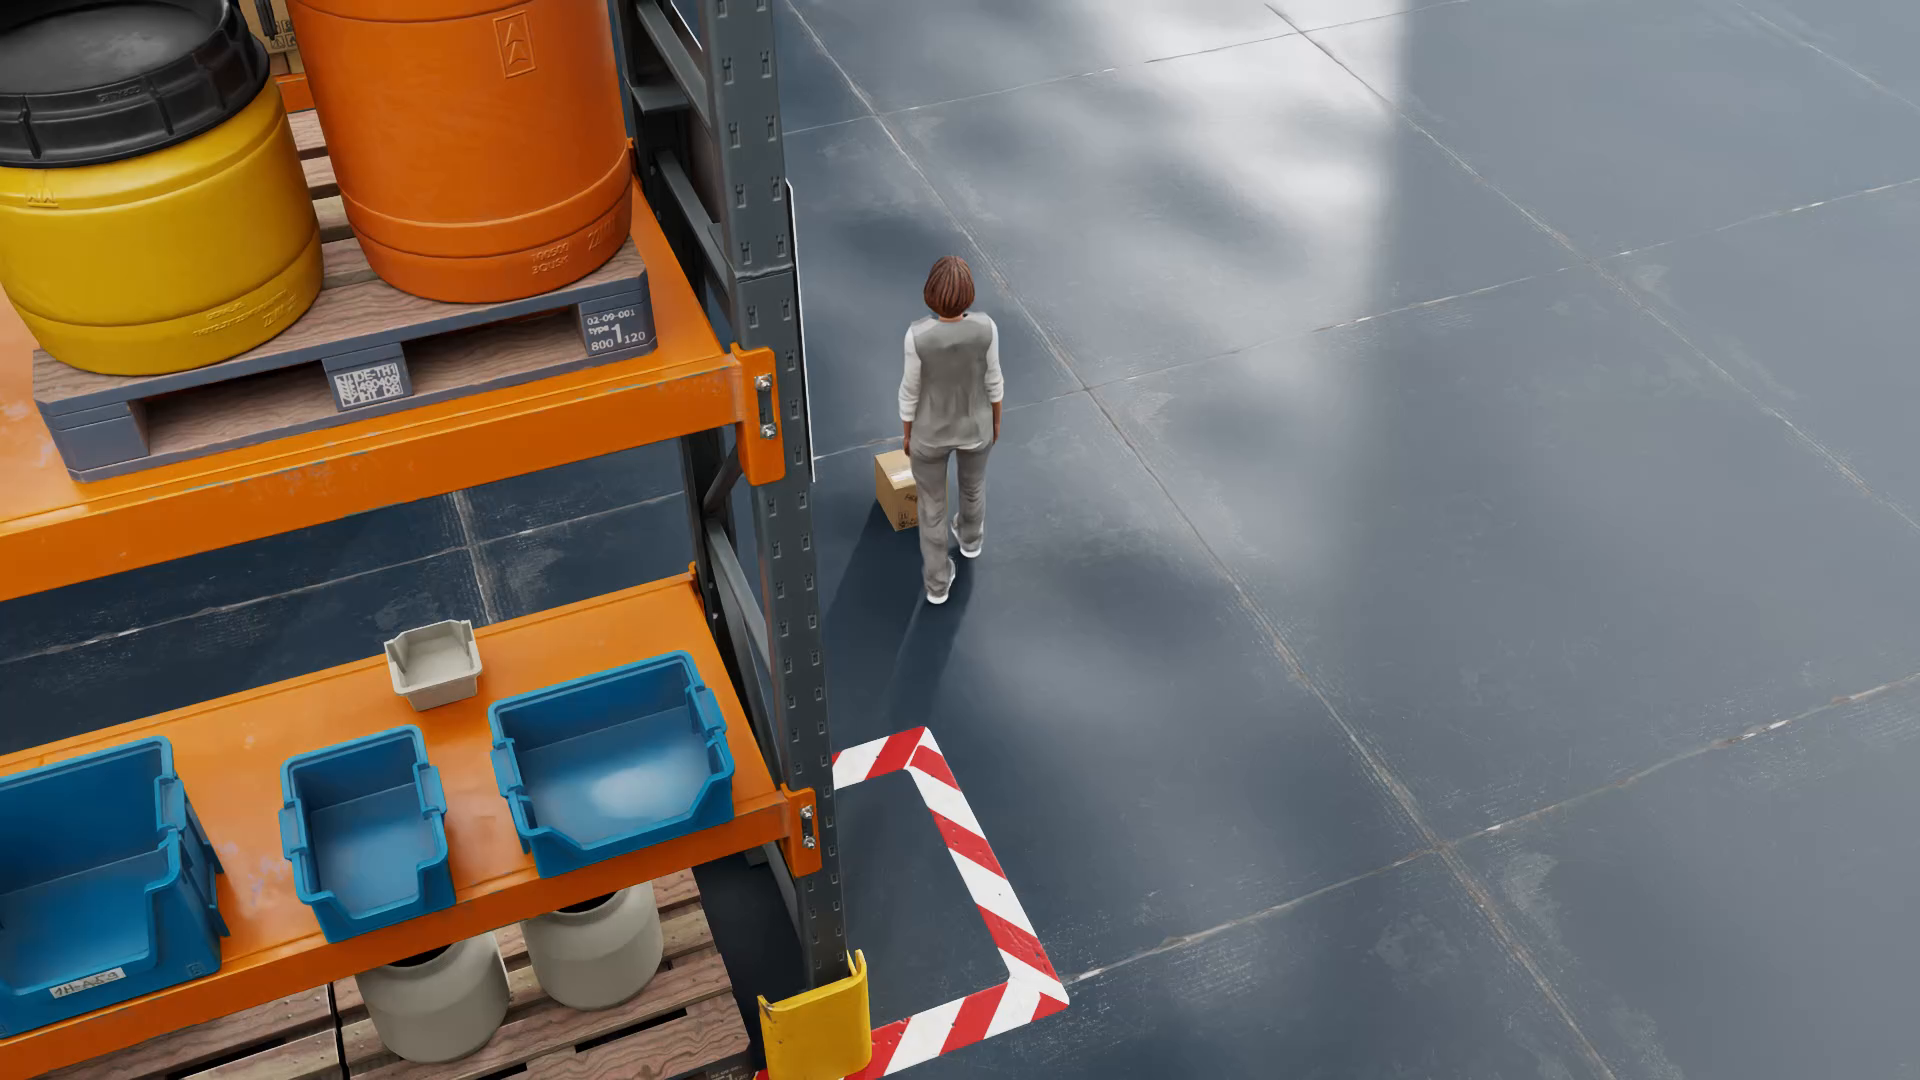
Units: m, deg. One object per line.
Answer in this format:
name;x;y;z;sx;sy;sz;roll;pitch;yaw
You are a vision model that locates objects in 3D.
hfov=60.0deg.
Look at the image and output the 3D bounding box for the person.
person;-0.050;-0.482;6.686;0.422;1.595;0.555;-8;43;-8
